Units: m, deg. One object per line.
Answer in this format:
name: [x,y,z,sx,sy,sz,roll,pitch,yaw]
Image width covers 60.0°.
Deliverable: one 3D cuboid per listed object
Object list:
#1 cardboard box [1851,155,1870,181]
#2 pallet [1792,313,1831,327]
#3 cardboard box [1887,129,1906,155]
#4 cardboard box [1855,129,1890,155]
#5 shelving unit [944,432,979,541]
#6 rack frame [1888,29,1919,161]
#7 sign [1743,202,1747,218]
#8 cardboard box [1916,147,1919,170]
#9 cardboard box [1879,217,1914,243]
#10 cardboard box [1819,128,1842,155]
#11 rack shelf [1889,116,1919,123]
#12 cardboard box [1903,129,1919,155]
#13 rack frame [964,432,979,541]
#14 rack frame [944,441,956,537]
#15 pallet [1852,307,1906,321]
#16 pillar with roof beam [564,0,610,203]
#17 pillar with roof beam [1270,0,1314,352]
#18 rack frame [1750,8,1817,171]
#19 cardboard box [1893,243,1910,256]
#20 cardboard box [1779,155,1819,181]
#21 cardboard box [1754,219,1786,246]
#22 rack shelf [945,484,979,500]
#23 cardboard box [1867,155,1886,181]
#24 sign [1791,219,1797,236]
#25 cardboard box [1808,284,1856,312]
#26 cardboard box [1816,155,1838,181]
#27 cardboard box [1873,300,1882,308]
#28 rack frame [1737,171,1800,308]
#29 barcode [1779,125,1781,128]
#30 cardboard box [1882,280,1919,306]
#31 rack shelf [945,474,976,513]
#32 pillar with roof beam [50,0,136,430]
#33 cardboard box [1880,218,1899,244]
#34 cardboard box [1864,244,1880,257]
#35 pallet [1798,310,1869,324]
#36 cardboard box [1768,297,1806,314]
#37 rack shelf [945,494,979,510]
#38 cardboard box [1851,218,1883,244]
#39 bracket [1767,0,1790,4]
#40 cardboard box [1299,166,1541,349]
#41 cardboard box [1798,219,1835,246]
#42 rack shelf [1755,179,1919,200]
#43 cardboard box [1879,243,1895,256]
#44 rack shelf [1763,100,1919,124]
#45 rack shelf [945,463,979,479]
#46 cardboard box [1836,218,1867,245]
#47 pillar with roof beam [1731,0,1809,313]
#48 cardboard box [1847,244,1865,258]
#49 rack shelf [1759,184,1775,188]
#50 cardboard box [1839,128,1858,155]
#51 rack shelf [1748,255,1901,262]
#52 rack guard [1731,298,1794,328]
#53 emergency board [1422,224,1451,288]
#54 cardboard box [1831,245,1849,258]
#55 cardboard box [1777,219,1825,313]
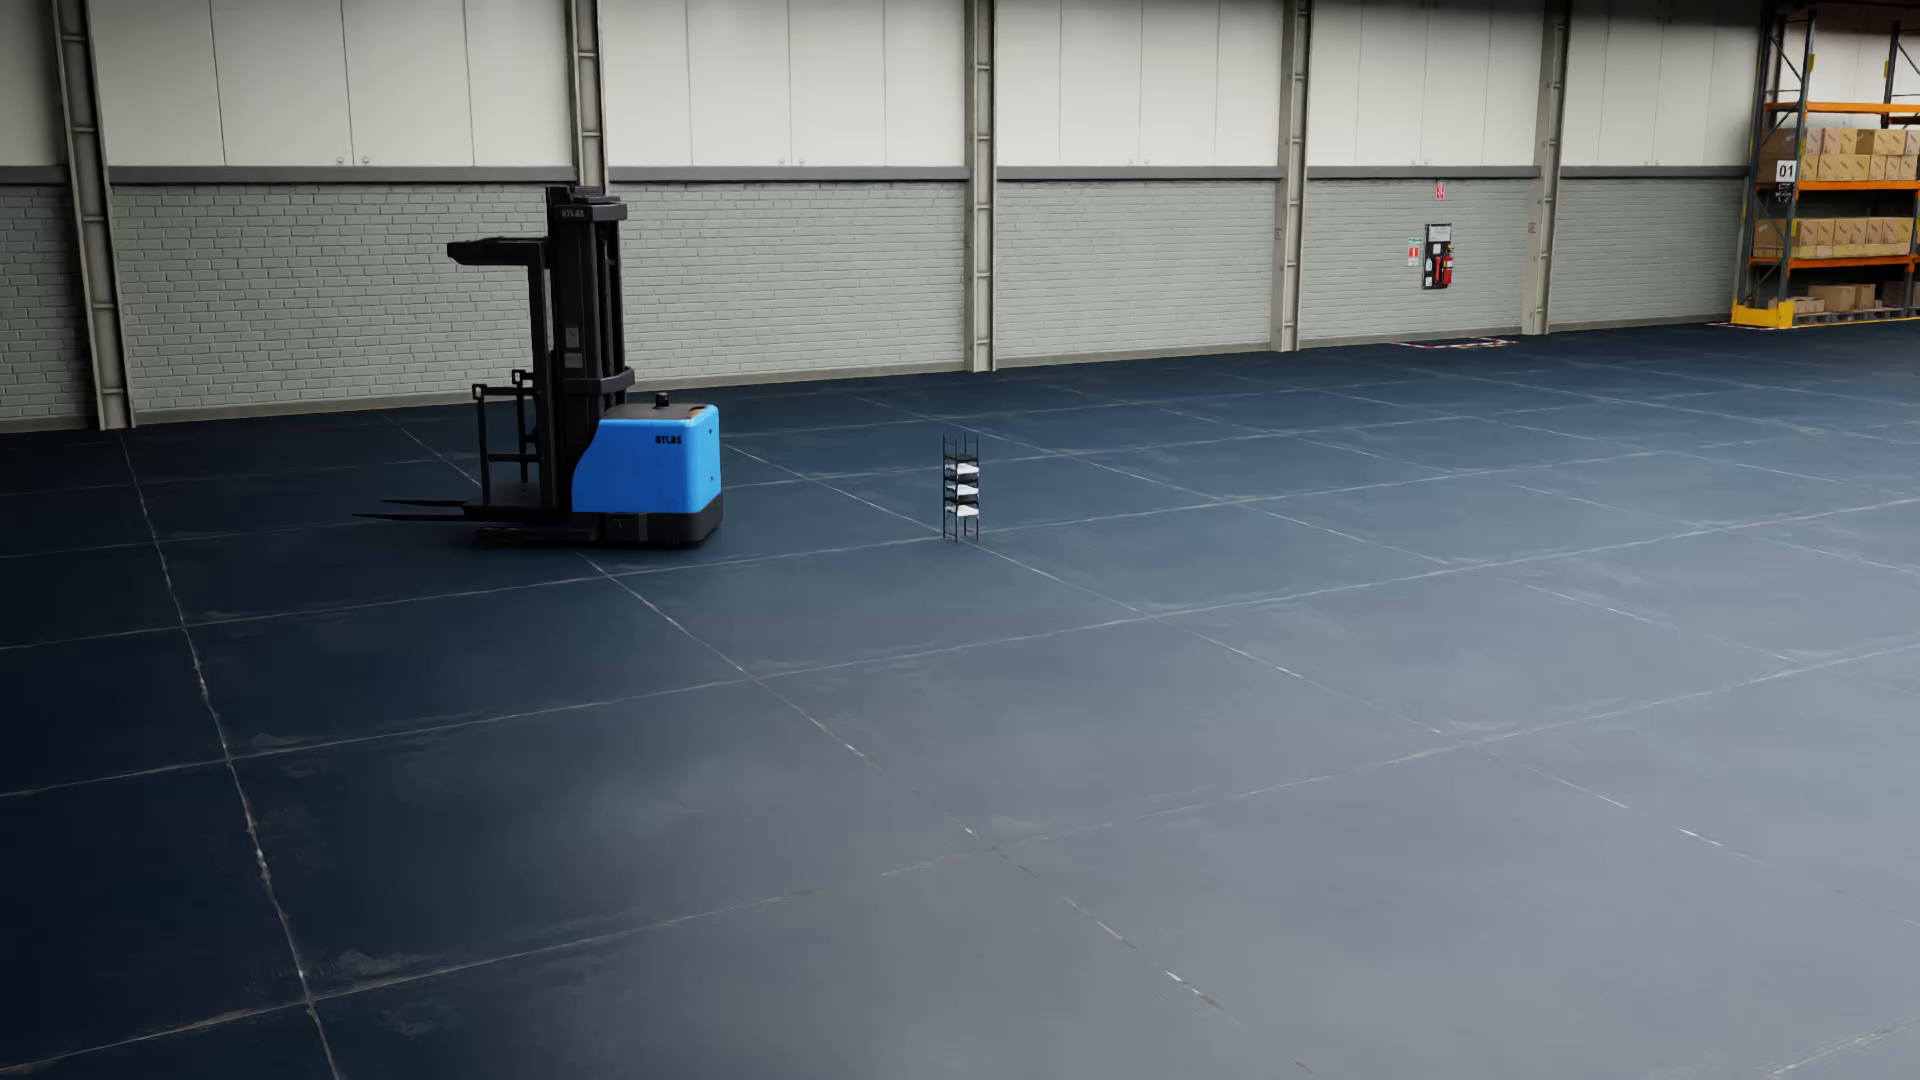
cardboard box: [17.724,-7.420,33.141,0.500,0.500,0.500,-6,14,-24]
pallet: [16.705,-4.472,33.497,1.213,0.211,1.003,-7,14,-28]
cardboard box: [25.642,-5.667,26.837,7.127,2.151,19.182,-6,14,-25]
cardboard box: [18.180,-7.954,33.239,0.500,0.500,0.500,-7,15,-30]
shelving unit: [0.008,-0.440,14.015,0.208,0.900,0.258,-7,14,-28]
rack frame: [19.421,-9.092,34.014,0.053,2.616,0.949,-7,14,-28]
sign: [25.773,-5.995,26.807,11.725,1.973,20.841,-7,14,-28]
cardboard box: [19.938,-7.925,34.477,0.500,0.500,0.500,-5,13,-20]
cardboard box: [19.153,-6.359,34.122,0.500,0.500,0.500,-7,14,-28]
cardboard box: [16.828,-7.792,32.517,0.500,0.500,0.500,-7,14,-29]
rack shelf: [21.175,-8.853,35.054,3.809,0.124,0.919,-7,14,-28]
cardboard box: [19.110,-8.071,33.757,0.550,0.500,0.550,-7,14,-27]
rack frame: [0.096,-0.451,14.062,0.006,0.900,0.240,-7,14,-28]
rack frame: [-0.082,-0.429,13.966,0.003,0.785,0.228,-7,14,-28]
pallet: [18.847,-4.728,34.638,1.213,0.211,1.003,-7,14,-28]
pillar with roof beam: [-2.894,-5.558,18.310,0.400,9.000,9.100,-7,14,-28]
pillar with roof beam: [7.638,-6.820,23.919,0.400,9.000,9.100,-7,14,-28]
rack frame: [15.909,-8.672,32.147,0.127,3.000,1.000,-7,14,-28]
cardboard box: [19.149,-5.994,34.209,0.500,0.250,0.500,-7,14,-28]
cardboard box: [16.322,-7.254,32.406,0.500,0.500,0.500,-6,14,-26]
cardboard box: [16.220,-6.138,33.140,0.500,0.500,0.500,-7,14,-28]
rack shelf: [0.007,-0.407,14.021,0.200,0.077,0.258,-7,14,-28]
cardboard box: [18.176,-7.471,33.369,0.500,0.500,0.500,-7,15,-30]
sign: [16.169,-6.063,32.247,0.005,0.325,0.100,-7,14,-28]
cardboard box: [17.727,-4.923,33.845,0.500,0.500,0.700,-8,15,-31]
cardboard box: [16.810,-7.304,32.626,0.500,0.500,0.500,-6,14,-24]
cardboard box: [18.964,-4.936,34.663,0.250,0.166,0.380,-9,16,-35]
rack frame: [15.909,-5.745,32.806,0.127,3.000,1.000,-7,14,-28]
barcode: [16.292,-8.209,33.050,0.075,0.075,0.001,-7,14,-28]
cardboard box: [20.058,-5.242,35.260,0.500,0.500,0.700,-6,14,-26]
rack shelf: [0.007,-0.391,14.025,0.190,0.281,0.221,-7,14,-28]
pillar with roof beam: [-8.161,-4.927,15.505,0.400,9.000,9.100,-7,14,-28]
cardboard box: [18.717,-6.306,33.884,0.500,0.500,0.500,-7,14,-28]
cardboard box: [18.274,-5.888,33.735,0.500,0.250,0.500,-7,14,-28]
pallet: [17.775,-4.599,34.064,1.213,0.211,1.003,-7,14,-28]
cardboard box: [16.559,-4.704,33.299,0.500,0.311,0.500,-9,15,-34]
rack shelf: [0.007,-0.320,14.041,0.200,0.077,0.258,-7,14,-28]
cardboard box: [18.270,-6.255,33.658,0.500,0.500,0.500,-7,15,-29]
bracket: [15.914,-10.556,32.322,0.430,0.232,0.235,-7,14,-28]
cardboard box: [17.589,-3.166,20.555,14.073,3.347,25.570,-7,14,-27]
cardboard box: [16.910,-6.090,32.926,0.500,0.500,0.500,-7,14,-28]
rack shelf: [17.664,-7.068,33.491,4.000,0.370,1.077,-7,14,-28]
cardboard box: [18.708,-5.944,33.983,0.500,0.250,0.500,-7,14,-28]
rack shelf: [17.664,-8.530,33.162,4.000,0.370,1.077,-7,14,-28]
rack shelf: [0.007,-0.583,13.982,0.200,0.077,0.258,-7,14,-28]
cardboard box: [17.814,-6.200,33.414,0.500,0.500,0.500,-6,14,-26]
pillar with roof beam: [18.171,-8.083,29.529,0.548,9.000,9.100,-7,14,-28]
cardboard box: [17.833,-5.835,33.499,0.500,0.250,0.500,-7,14,-27]
rack shelf: [17.664,-7.138,33.475,3.687,0.071,0.831,-7,14,-28]
cardboard box: [17.272,-7.848,32.766,0.500,0.500,0.500,-6,14,-26]
rack shelf: [17.664,-5.735,33.791,3.809,0.052,0.919,-7,14,-28]
rack guard: [15.975,-4.534,33.116,0.348,0.500,1.175,-7,14,-28]
emergency board: [8.627,-5.103,29.951,0.585,1.158,0.155,-7,14,-28]
cardboard box: [17.388,-5.782,33.265,0.500,0.250,0.500,-7,15,-29]
cardboard box: [16.760,-5.445,33.112,1.284,1.840,0.795,-6,14,-23]
